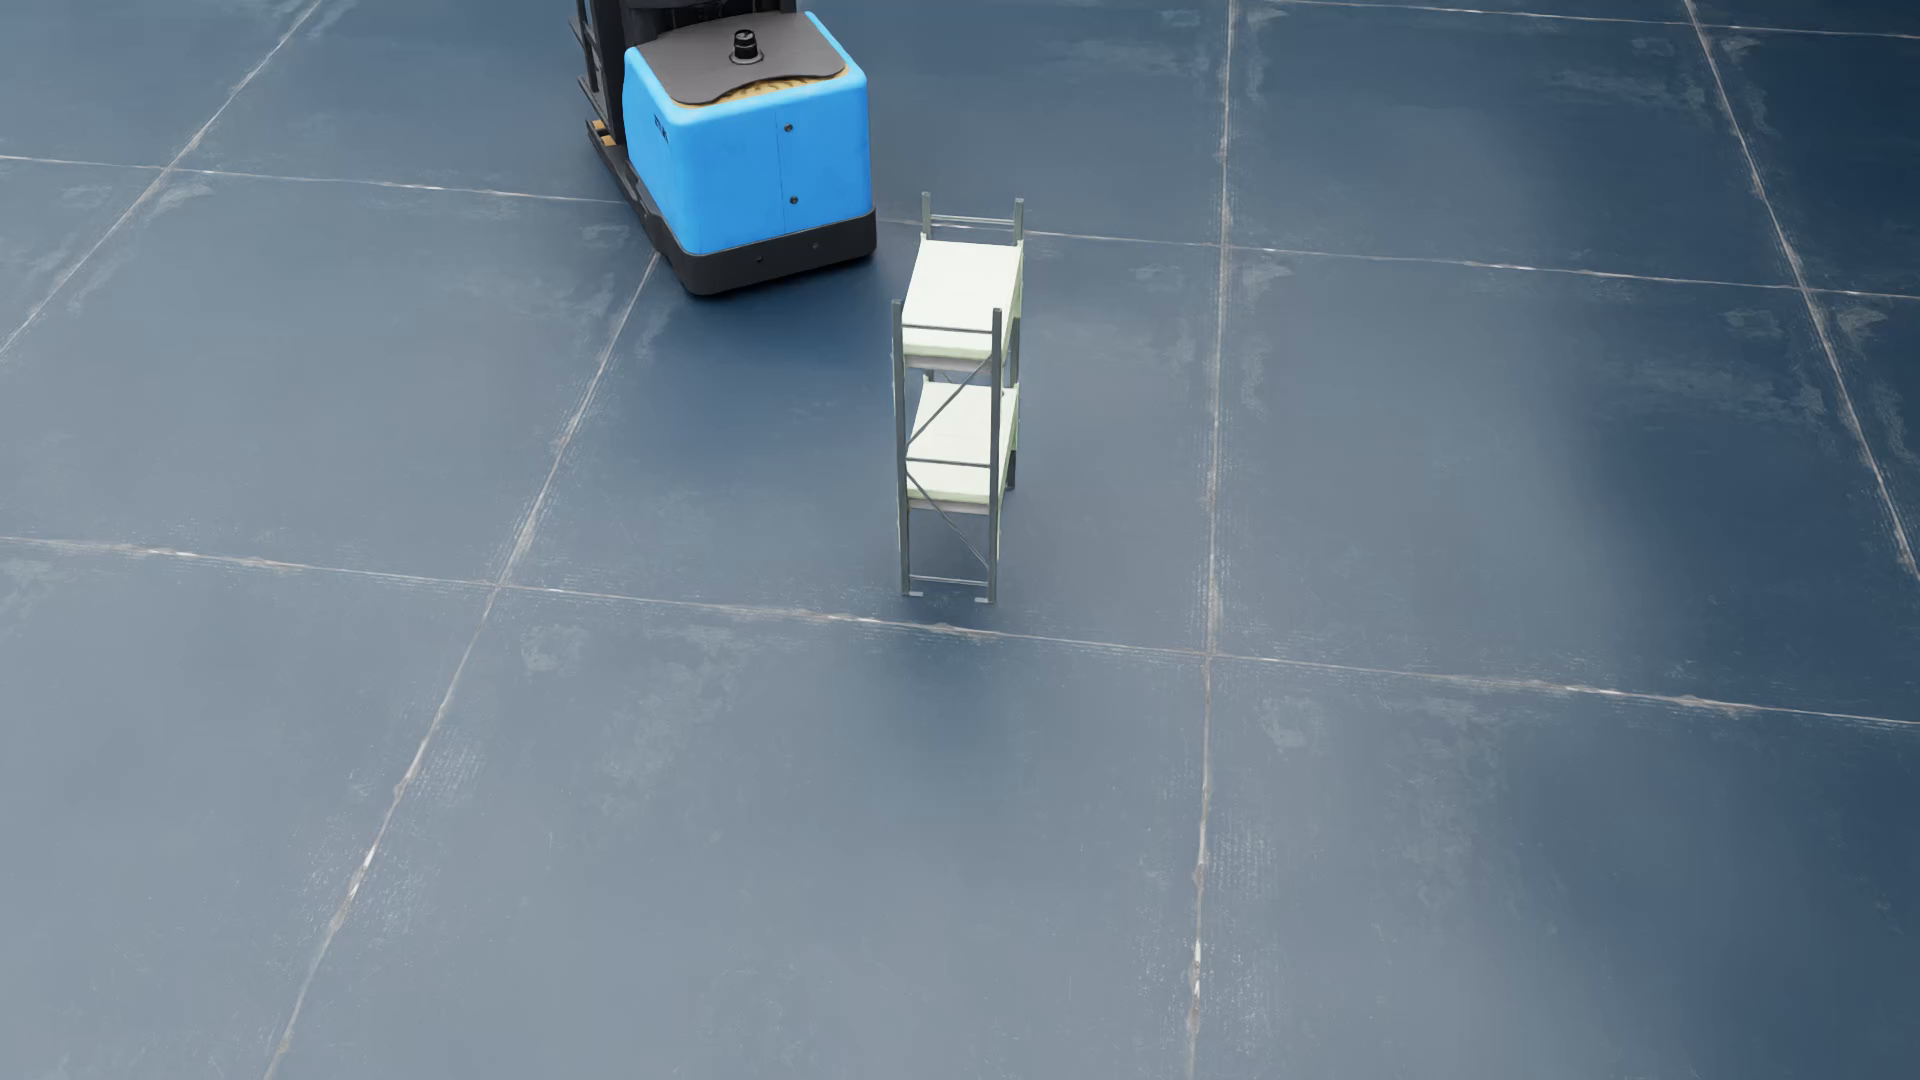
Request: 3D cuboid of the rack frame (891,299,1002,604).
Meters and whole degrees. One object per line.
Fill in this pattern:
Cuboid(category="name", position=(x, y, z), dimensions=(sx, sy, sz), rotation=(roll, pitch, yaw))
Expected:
Cuboid(category="rack frame", position=(-0.048, -0.300, 6.498), dimensions=(0.400, 1.500, 0.023), rotation=(5, 44, 6))

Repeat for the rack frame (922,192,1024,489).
Cuboid(category="rack frame", position=(0.049, -0.799, 7.025), dimensions=(0.400, 1.500, 0.023), rotation=(5, 44, 6))

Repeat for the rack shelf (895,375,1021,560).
Cuboid(category="rack shelf", position=(0.001, -0.312, 6.985), dimensions=(0.431, 0.370, 0.720), rotation=(5, 44, 6))

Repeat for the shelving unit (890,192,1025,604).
Cuboid(category="shelving unit", position=(0.001, -0.549, 6.761), dimensions=(0.431, 1.500, 0.755), rotation=(5, 44, 6))

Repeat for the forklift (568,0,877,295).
Cuboid(category="forklift", position=(-1.514, -3.333, 8.661), dimensions=(1.130, 2.935, 3.031), rotation=(-18, 46, -18))

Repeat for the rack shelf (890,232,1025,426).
Cuboid(category="rack shelf", position=(0.001, -0.833, 6.493), dimensions=(0.431, 0.370, 0.720), rotation=(5, 44, 6))
